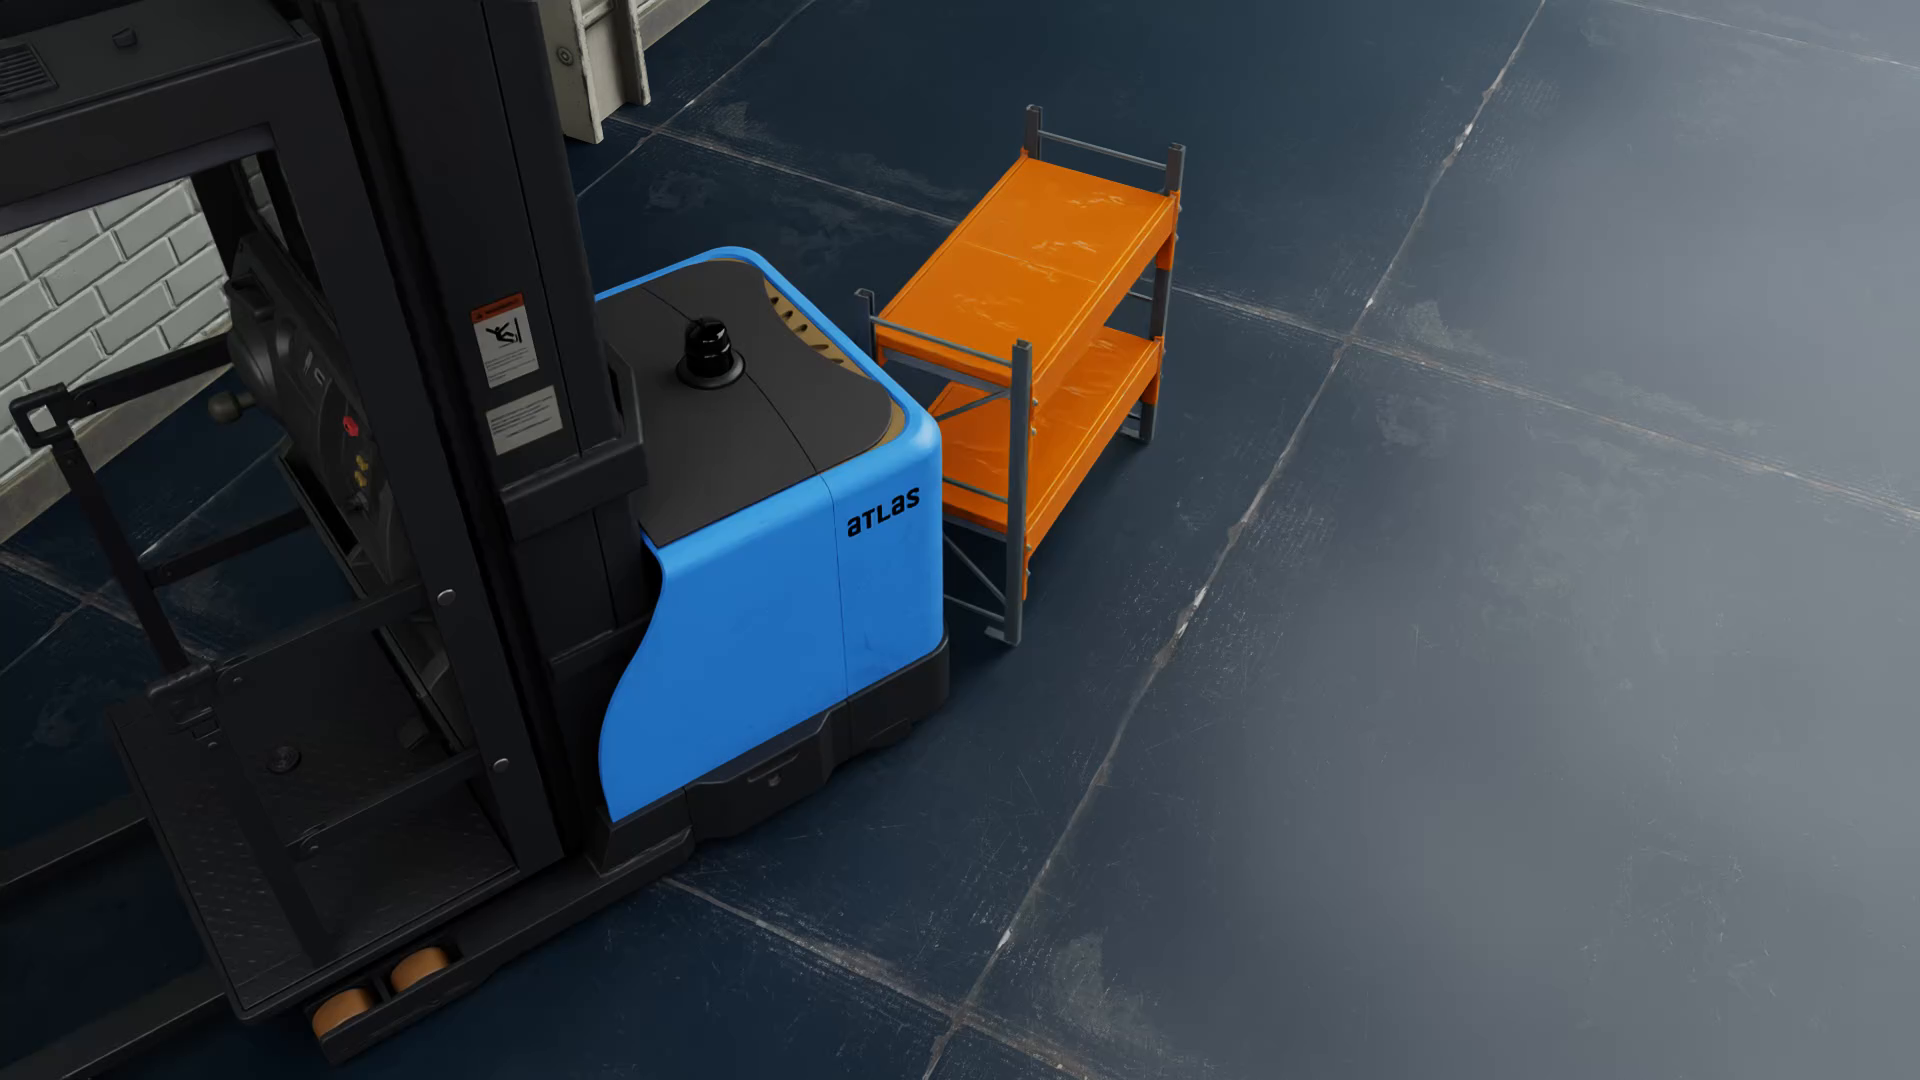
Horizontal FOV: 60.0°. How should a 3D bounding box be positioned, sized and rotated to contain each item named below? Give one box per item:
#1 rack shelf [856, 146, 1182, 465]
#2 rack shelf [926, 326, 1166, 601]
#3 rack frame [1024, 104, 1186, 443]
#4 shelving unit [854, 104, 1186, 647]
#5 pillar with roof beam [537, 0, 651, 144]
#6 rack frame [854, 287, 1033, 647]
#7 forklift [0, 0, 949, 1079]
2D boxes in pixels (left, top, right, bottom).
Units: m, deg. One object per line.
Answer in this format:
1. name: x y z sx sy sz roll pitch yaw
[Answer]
1. rack shelf: 0.188 -0.696 4.735 0.538 0.278 1.000 20 49 19
2. rack shelf: 0.188 -0.318 5.117 0.538 0.278 1.000 20 49 19
3. rack frame: 0.422 -0.811 5.261 0.500 1.125 0.032 20 49 19
4. shelving unit: 0.188 -0.490 4.944 0.538 1.125 1.048 20 49 19
5. pillar with roof beam: 2.268 -3.550 2.432 9.100 9.000 0.400 20 49 19
6. rack frame: -0.046 -0.169 4.626 0.500 1.125 0.032 20 49 19
7. forklift: -1.526 -0.218 3.405 3.031 2.935 1.130 -27 51 -24
